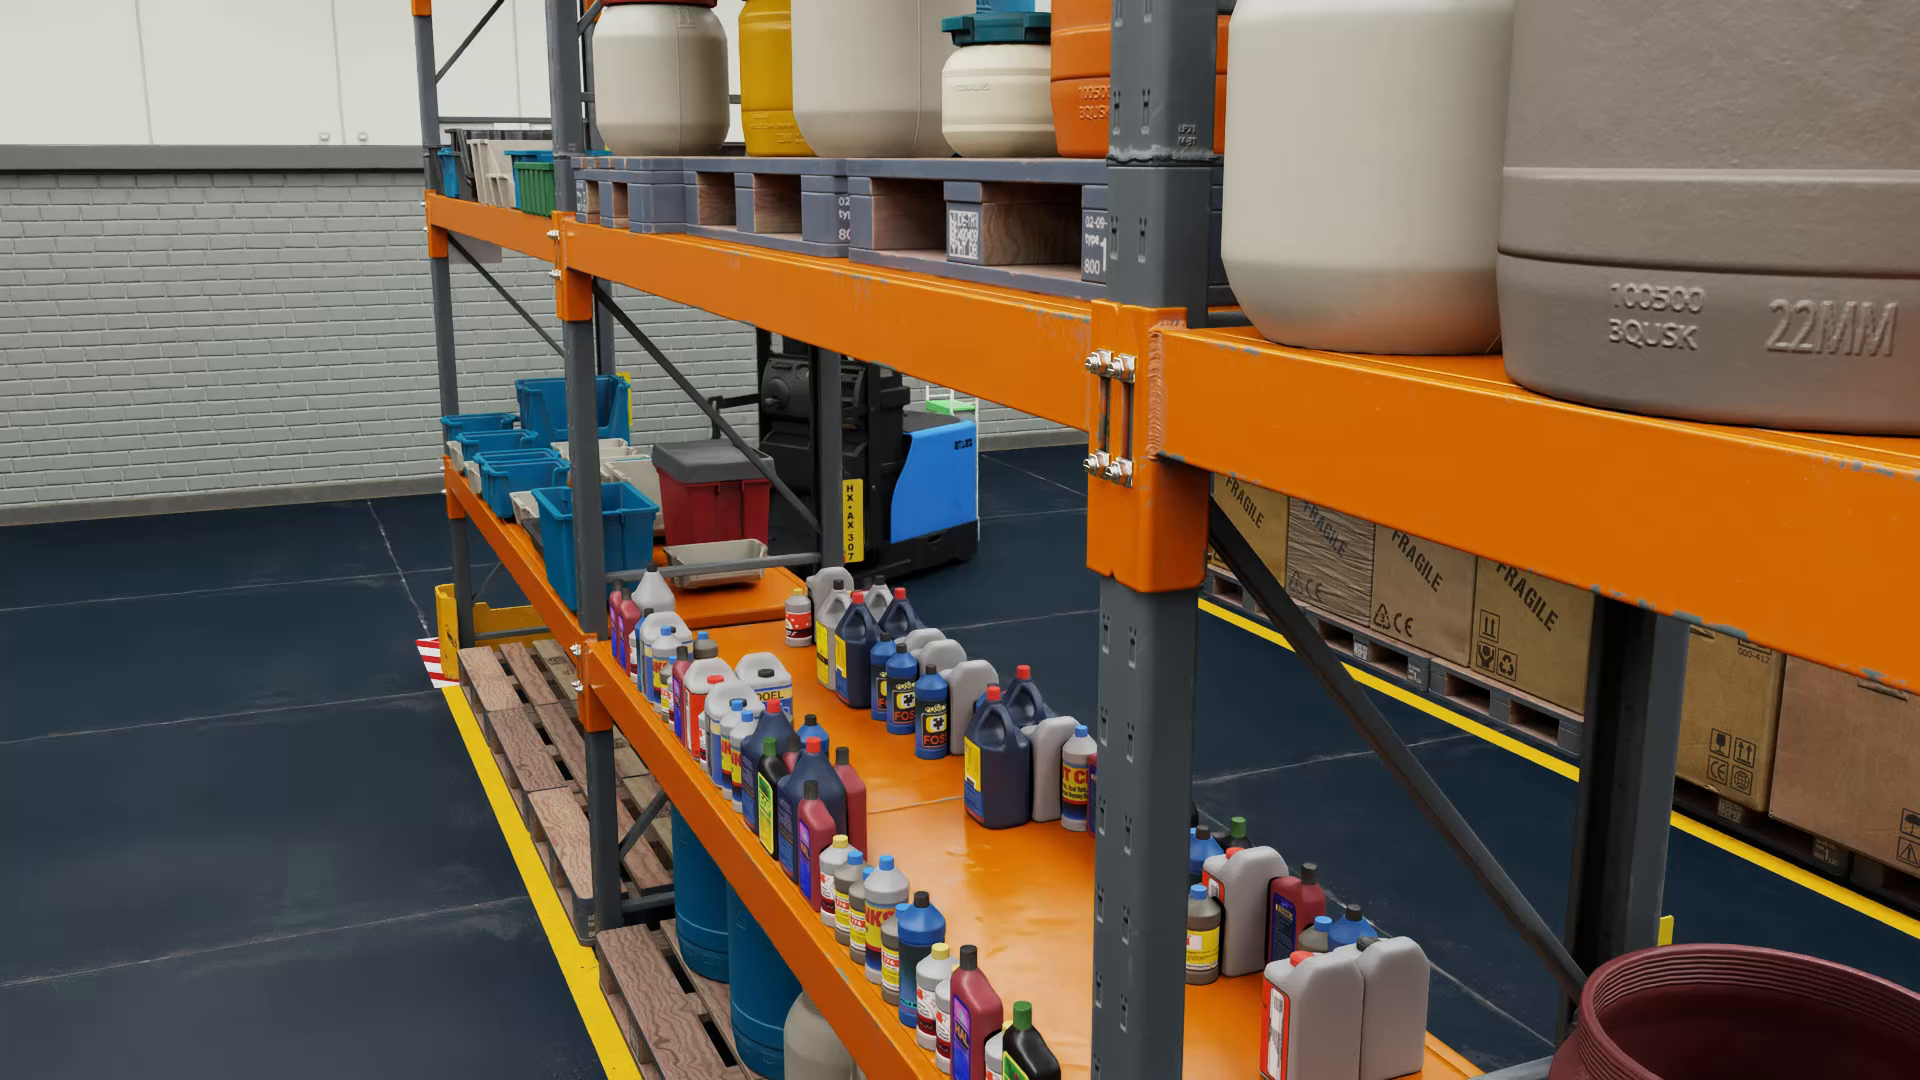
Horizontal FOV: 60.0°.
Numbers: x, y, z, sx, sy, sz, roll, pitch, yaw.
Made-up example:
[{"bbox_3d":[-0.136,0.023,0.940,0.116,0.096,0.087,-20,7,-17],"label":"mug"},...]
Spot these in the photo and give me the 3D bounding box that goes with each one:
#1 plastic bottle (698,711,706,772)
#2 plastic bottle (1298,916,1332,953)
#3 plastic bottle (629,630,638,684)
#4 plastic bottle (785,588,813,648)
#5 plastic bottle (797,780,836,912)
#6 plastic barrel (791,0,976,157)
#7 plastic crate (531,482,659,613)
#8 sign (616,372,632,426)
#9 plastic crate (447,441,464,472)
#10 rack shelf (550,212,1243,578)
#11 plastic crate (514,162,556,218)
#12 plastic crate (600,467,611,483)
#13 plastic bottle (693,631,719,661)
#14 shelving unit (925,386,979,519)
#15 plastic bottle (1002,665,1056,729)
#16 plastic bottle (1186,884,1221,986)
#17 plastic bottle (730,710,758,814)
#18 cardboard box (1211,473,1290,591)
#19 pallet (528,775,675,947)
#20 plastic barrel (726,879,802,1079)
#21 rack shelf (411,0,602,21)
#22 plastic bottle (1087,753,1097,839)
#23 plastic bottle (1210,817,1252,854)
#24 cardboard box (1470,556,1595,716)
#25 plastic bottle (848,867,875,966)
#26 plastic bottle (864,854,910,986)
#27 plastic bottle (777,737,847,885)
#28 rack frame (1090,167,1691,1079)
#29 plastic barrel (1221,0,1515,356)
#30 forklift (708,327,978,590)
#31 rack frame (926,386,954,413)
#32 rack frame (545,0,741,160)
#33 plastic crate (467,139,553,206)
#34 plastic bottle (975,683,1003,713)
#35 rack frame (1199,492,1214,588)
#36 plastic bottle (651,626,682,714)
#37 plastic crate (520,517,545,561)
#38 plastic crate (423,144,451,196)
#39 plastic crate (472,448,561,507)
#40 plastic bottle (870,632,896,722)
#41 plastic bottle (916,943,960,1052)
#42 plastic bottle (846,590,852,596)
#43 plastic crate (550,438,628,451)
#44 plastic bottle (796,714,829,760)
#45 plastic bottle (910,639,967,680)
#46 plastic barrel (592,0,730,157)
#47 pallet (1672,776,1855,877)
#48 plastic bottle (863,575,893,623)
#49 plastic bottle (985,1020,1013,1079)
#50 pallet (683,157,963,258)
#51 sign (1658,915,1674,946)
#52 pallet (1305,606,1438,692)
[{"bbox_3d":[-0.698,0.556,4.756,0.097,0.201,0.097,0,13,0],"label":"plastic bottle"},{"bbox_3d":[0.738,0.869,3.401,0.097,0.201,0.097,0,13,0],"label":"plastic bottle"},{"bbox_3d":[-1.054,0.372,5.550,0.097,0.201,0.097,0,13,0],"label":"plastic bottle"},{"bbox_3d":[-0.579,0.276,5.968,0.097,0.201,0.097,0,13,0],"label":"plastic bottle"},{"bbox_3d":[-0.335,0.713,3.894,0.061,0.283,0.133,-6,14,-23],"label":"plastic bottle"},{"bbox_3d":[-0.173,-1.147,3.788,0.433,0.535,0.433,0,13,0],"label":"plastic barrel"},{"bbox_3d":[-1.426,0.024,6.515,0.392,0.384,0.575,-6,14,-23],"label":"plastic crate"},{"bbox_3d":[-2.031,-0.848,10.018,0.100,0.325,0.005,-6,14,-23],"label":"sign"},{"bbox_3d":[-2.679,-0.461,9.162,0.250,0.136,0.298,-6,14,-23],"label":"plastic crate"},{"bbox_3d":[-0.126,-0.586,4.194,1.077,0.370,4.000,-6,14,-23],"label":"rack shelf"},{"bbox_3d":[-1.373,-1.307,6.182,0.450,0.188,0.662,-6,14,-23],"label":"plastic crate"},{"bbox_3d":[-1.664,-0.288,8.412,0.298,0.136,0.250,-6,14,-23],"label":"plastic crate"},{"bbox_3d":[-0.837,0.399,5.435,0.097,0.201,0.097,0,13,0],"label":"plastic bottle"},{"bbox_3d":[-0.066,-0.619,13.382,0.258,1.200,0.503,-6,14,-23],"label":"shelving unit"},{"bbox_3d":[0.183,0.523,4.566,0.144,0.351,0.185,-6,14,-23],"label":"plastic bottle"},{"bbox_3d":[0.506,0.836,3.548,0.097,0.201,0.097,0,13,0],"label":"plastic bottle"},{"bbox_3d":[-0.566,0.590,4.454,0.097,0.271,0.097,0,13,0],"label":"plastic bottle"},{"bbox_3d":[2.339,-0.207,11.392,0.875,0.875,0.875,-6,14,-23],"label":"cardboard box"},{"bbox_3d":[-1.257,1.322,7.192,1.003,0.211,1.213,-6,14,-23],"label":"pallet"},{"bbox_3d":[-0.441,1.189,5.301,0.600,0.901,0.708,-6,14,-23],"label":"plastic barrel"},{"bbox_3d":[-1.728,-2.679,7.471,1.077,0.370,4.000,-6,14,-23],"label":"rack shelf"},{"bbox_3d":[0.377,0.633,4.240,0.061,0.283,0.133,-6,14,-23],"label":"plastic bottle"},{"bbox_3d":[0.601,0.749,3.741,0.061,0.283,0.133,-6,14,-23],"label":"plastic bottle"},{"bbox_3d":[3.420,0.351,8.982,0.875,0.875,0.875,-6,14,-23],"label":"cardboard box"},{"bbox_3d":[-0.194,0.816,3.633,0.097,0.201,0.097,0,13,0],"label":"plastic bottle"},{"bbox_3d":[-0.155,0.802,3.538,0.097,0.271,0.097,0,13,0],"label":"plastic bottle"},{"bbox_3d":[-0.361,0.644,4.044,0.144,0.351,0.185,-6,14,-23],"label":"plastic bottle"},{"bbox_3d":[0.676,0.938,2.665,1.000,3.000,0.127,-6,14,-23],"label":"rack frame"},{"bbox_3d":[0.519,-0.486,1.918,0.421,0.512,0.421,0,13,0],"label":"plastic barrel"},{"bbox_3d":[-1.169,-1.091,11.584,1.130,2.935,3.031,10,16,37],"label":"forklift"},{"bbox_3d":[-0.164,-0.669,13.600,0.240,1.200,0.015,-6,14,-23],"label":"rack frame"},{"bbox_3d":[-0.927,-2.811,5.560,1.000,3.000,0.127,-6,14,-23],"label":"rack frame"},{"bbox_3d":[-1.924,-1.633,7.383,0.437,0.282,0.530,-6,14,-23],"label":"plastic crate"},{"bbox_3d":[0.092,0.536,4.686,0.097,0.271,0.097,0,13,0],"label":"plastic bottle"},{"bbox_3d":[2.009,-1.162,11.740,1.000,3.000,0.127,-6,14,-23],"label":"rack frame"},{"bbox_3d":[-0.922,0.406,5.248,0.097,0.271,0.097,0,13,0],"label":"plastic bottle"},{"bbox_3d":[-1.621,0.009,7.155,0.437,0.125,0.590,-6,14,-23],"label":"plastic crate"},{"bbox_3d":[-2.630,-2.008,9.031,0.497,0.269,0.590,-6,14,-23],"label":"plastic crate"},{"bbox_3d":[-2.204,-0.310,8.295,0.416,0.233,0.300,-6,14,-23],"label":"plastic crate"},{"bbox_3d":[-0.231,0.421,5.183,0.097,0.271,0.097,0,13,0],"label":"plastic bottle"},{"bbox_3d":[-0.038,0.896,3.286,0.097,0.201,0.097,0,13,0],"label":"plastic bottle"},{"bbox_3d":[-0.401,0.282,5.940,0.097,0.201,0.097,0,13,0],"label":"plastic bottle"},{"bbox_3d":[-2.036,-0.464,9.173,0.396,0.136,0.243,-6,14,-23],"label":"plastic crate"},{"bbox_3d":[-0.395,0.597,4.423,0.097,0.271,0.097,0,13,0],"label":"plastic bottle"},{"bbox_3d":[-0.070,0.432,5.128,0.152,0.276,0.135,-6,14,-23],"label":"plastic bottle"},{"bbox_3d":[-0.946,-1.489,5.268,0.433,0.535,0.433,0,13,0],"label":"plastic barrel"},{"bbox_3d":[3.990,1.175,7.824,1.003,0.211,1.213,-6,14,-23],"label":"pallet"},{"bbox_3d":[-0.259,0.296,5.549,0.144,0.351,0.185,-6,14,-23],"label":"plastic bottle"},{"bbox_3d":[0.093,0.964,2.993,0.097,0.201,0.097,0,13,0],"label":"plastic bottle"},{"bbox_3d":[-0.066,-0.871,4.246,1.003,0.211,1.213,-6,14,-23],"label":"pallet"},{"bbox_3d":[1.177,0.807,2.868,0.100,0.325,0.005,-6,14,-23],"label":"sign"},{"bbox_3d":[2.886,0.606,10.284,1.003,0.211,1.213,-6,14,-23],"label":"pallet"}]
